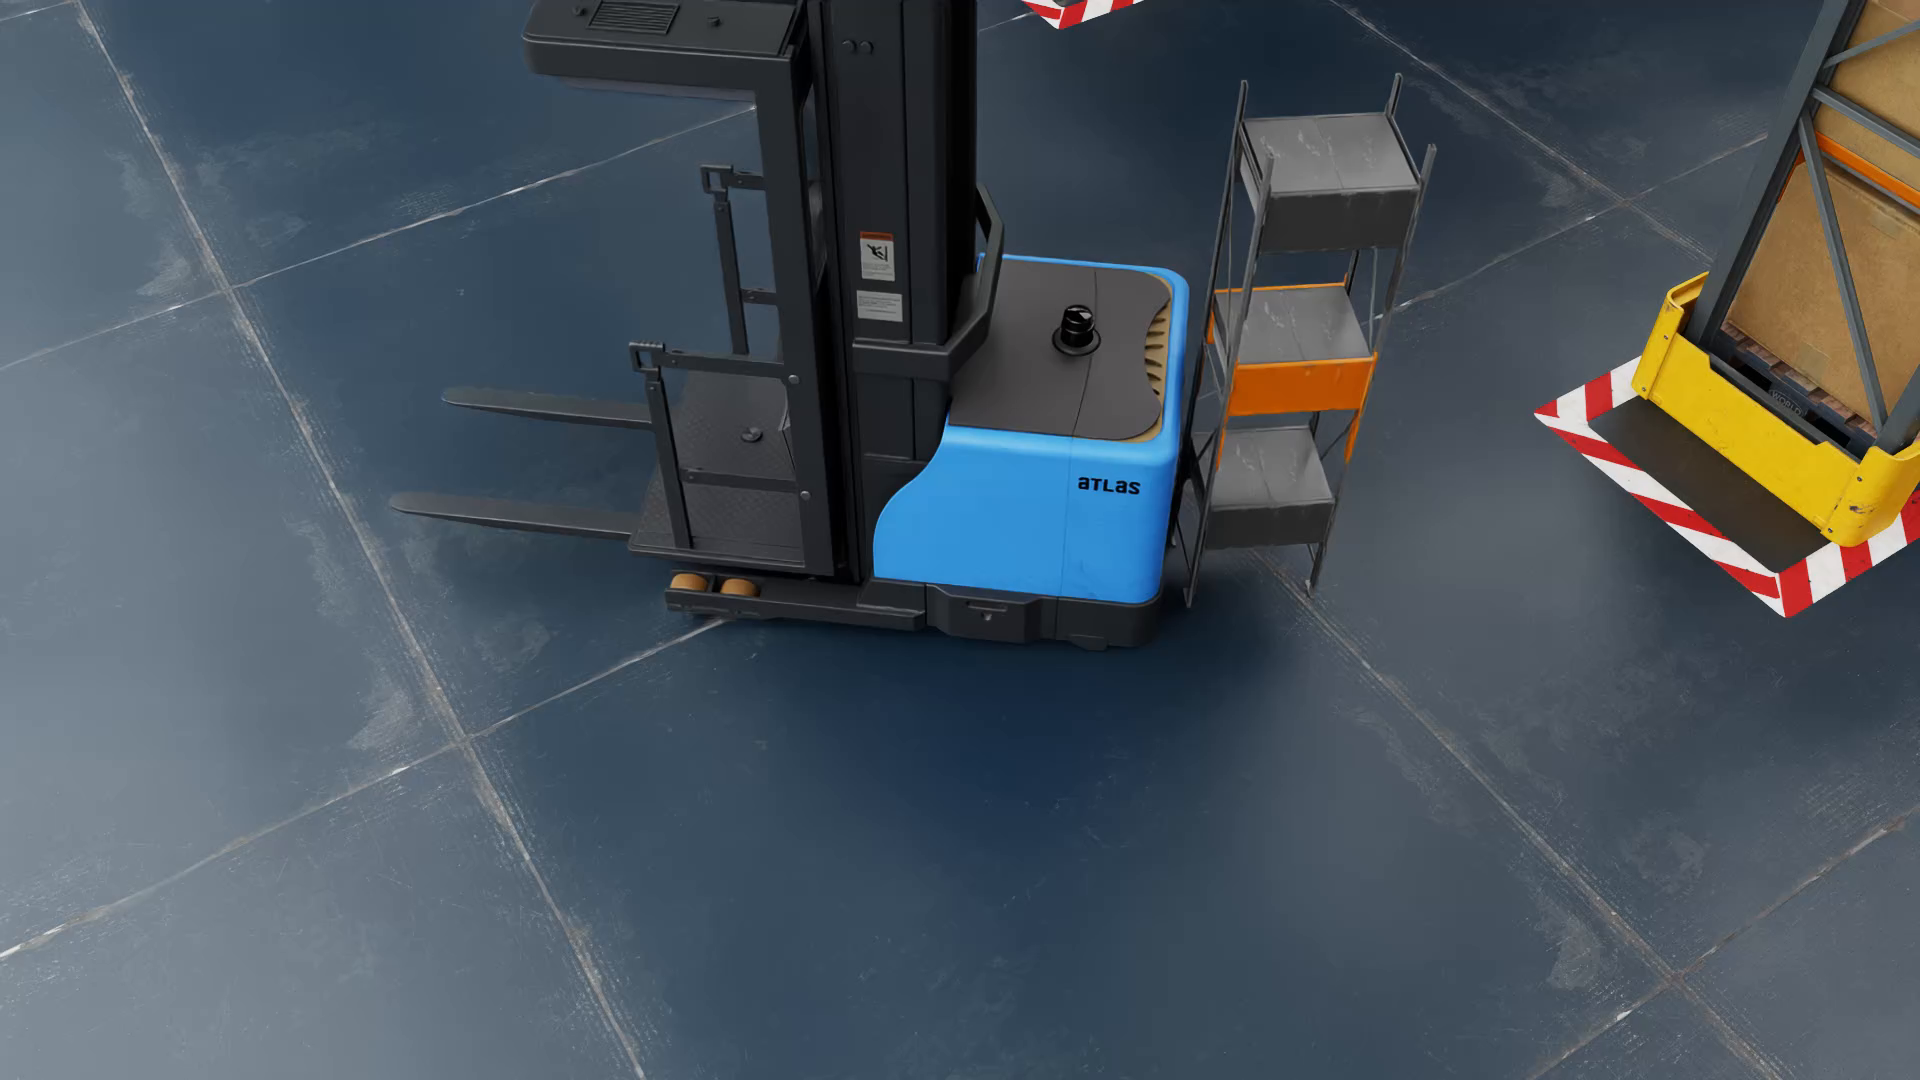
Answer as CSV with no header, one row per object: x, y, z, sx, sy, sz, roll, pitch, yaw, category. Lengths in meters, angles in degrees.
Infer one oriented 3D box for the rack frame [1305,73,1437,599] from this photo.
1.368,-0.611,5.830,0.015,2.100,0.400,-4,49,-4,rack frame

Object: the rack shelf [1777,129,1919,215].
5.091,-1.954,6.909,4.000,0.370,1.077,-25,53,-21,rack shelf

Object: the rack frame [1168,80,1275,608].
0.882,-0.579,5.793,0.015,2.100,0.400,-4,49,-4,rack frame

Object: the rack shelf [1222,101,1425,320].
1.134,-1.047,5.295,0.480,0.518,0.431,-4,49,-4,rack shelf

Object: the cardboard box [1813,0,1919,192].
3.689,-1.623,6.031,0.550,0.550,0.875,-25,53,-21,cardboard box

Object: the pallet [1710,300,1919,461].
4.034,-0.837,7.299,1.213,0.211,1.003,-25,53,-21,pallet

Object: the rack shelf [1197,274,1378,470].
1.125,-0.586,5.822,0.480,0.518,0.431,-4,49,-4,rack shelf

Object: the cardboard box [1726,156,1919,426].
3.937,-1.141,6.845,0.875,0.875,0.875,-25,53,-21,cardboard box

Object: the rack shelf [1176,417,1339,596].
1.116,-0.125,6.349,0.480,0.518,0.431,-4,49,-4,rack shelf

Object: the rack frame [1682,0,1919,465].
3.399,-1.396,5.930,0.127,3.000,1.000,-25,53,-21,rack frame

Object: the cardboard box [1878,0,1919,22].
3.734,-1.929,5.581,0.550,0.550,0.875,-25,53,-21,cardboard box

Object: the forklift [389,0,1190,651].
-0.697,-1.055,5.673,3.031,2.935,1.130,6,49,5,forklift

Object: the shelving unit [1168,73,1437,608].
1.125,-0.595,5.812,0.503,2.100,0.431,-4,49,-4,shelving unit

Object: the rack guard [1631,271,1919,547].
3.379,-0.555,6.855,0.348,0.500,1.175,-25,53,-21,rack guard
